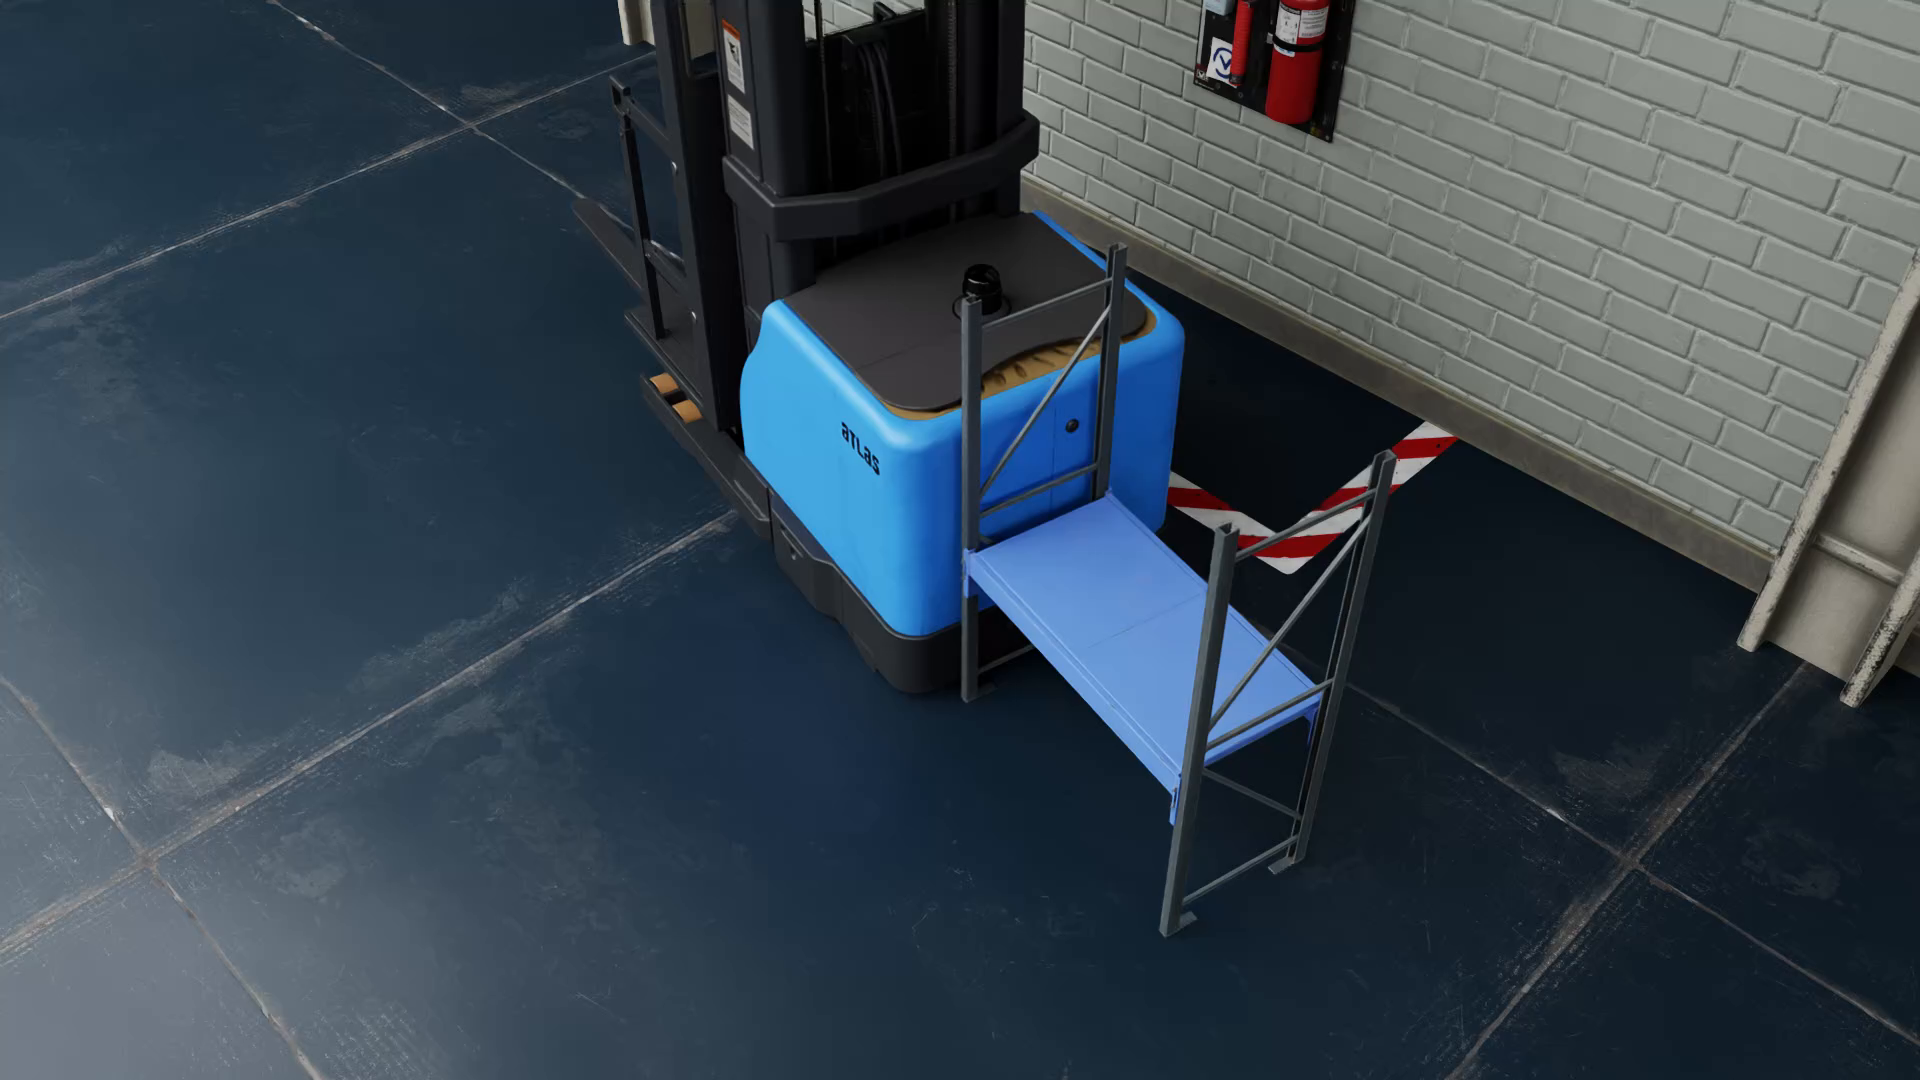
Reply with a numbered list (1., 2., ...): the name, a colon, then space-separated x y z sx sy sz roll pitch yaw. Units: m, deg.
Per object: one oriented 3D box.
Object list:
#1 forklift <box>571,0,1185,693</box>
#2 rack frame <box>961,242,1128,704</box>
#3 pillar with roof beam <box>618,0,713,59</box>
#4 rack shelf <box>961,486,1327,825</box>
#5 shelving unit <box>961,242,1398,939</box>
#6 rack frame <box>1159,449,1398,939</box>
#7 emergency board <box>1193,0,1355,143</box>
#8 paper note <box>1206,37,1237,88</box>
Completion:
1. forklift: -0.535 -1.580 5.301 1.130 2.935 3.031 -23 48 -23
2. rack frame: 0.222 -0.139 4.795 0.500 1.500 0.032 -23 48 -23
3. pillar with roof beam: -4.524 -3.767 3.196 9.100 9.000 0.400 -34 53 -31
4. rack shelf: 0.495 0.285 4.602 0.538 0.185 1.000 -23 48 -23
5. shelving unit: 0.495 0.153 4.480 0.538 1.500 1.048 -23 48 -23
6. rack frame: 0.767 0.444 4.165 0.500 1.500 0.032 -23 48 -23
7. emergency board: 1.044 -1.950 5.650 0.194 1.169 0.643 -34 53 -31
8. paper note: 0.967 -1.745 6.077 0.016 0.148 0.142 -34 53 -31
